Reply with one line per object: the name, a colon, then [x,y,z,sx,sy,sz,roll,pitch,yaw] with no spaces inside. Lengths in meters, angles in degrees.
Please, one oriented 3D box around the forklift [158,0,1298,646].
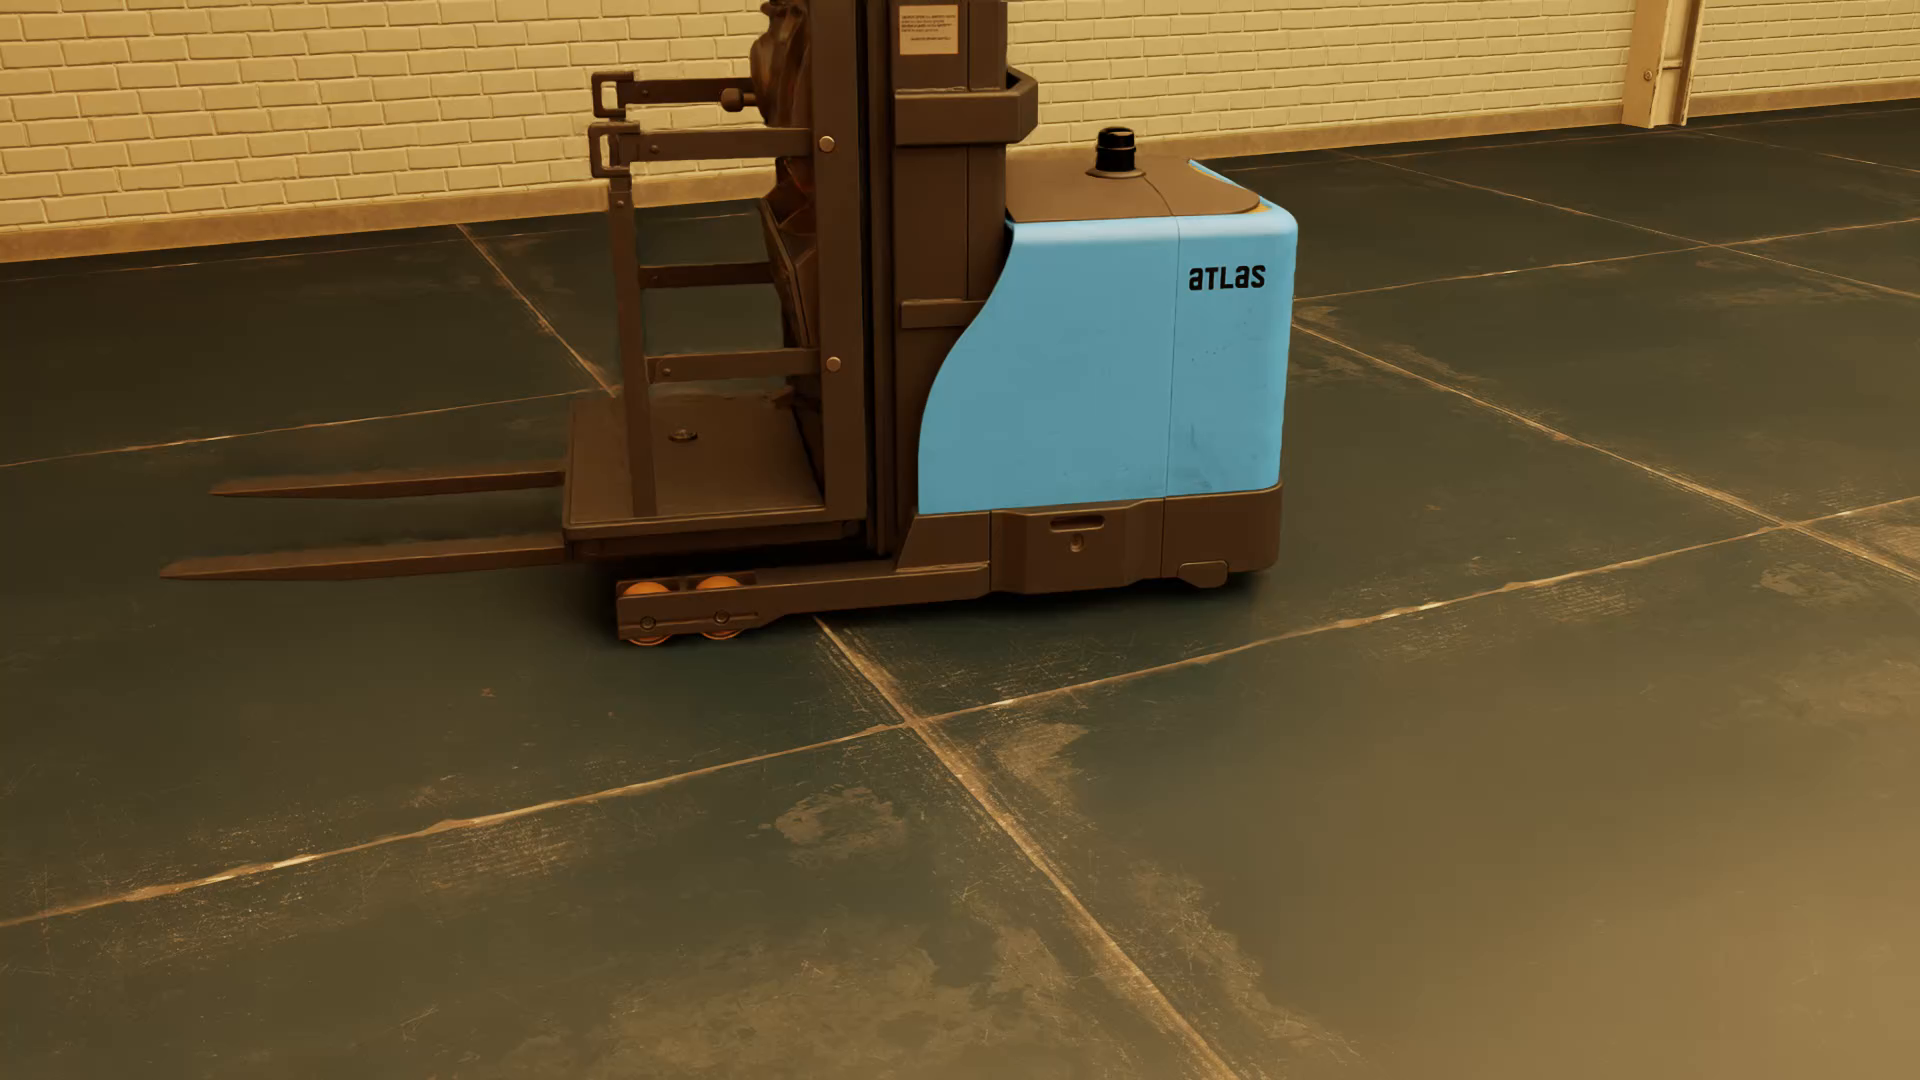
forklift: [-0.655,-1.292,4.396,3.031,2.935,1.130,-4,23,-10]
